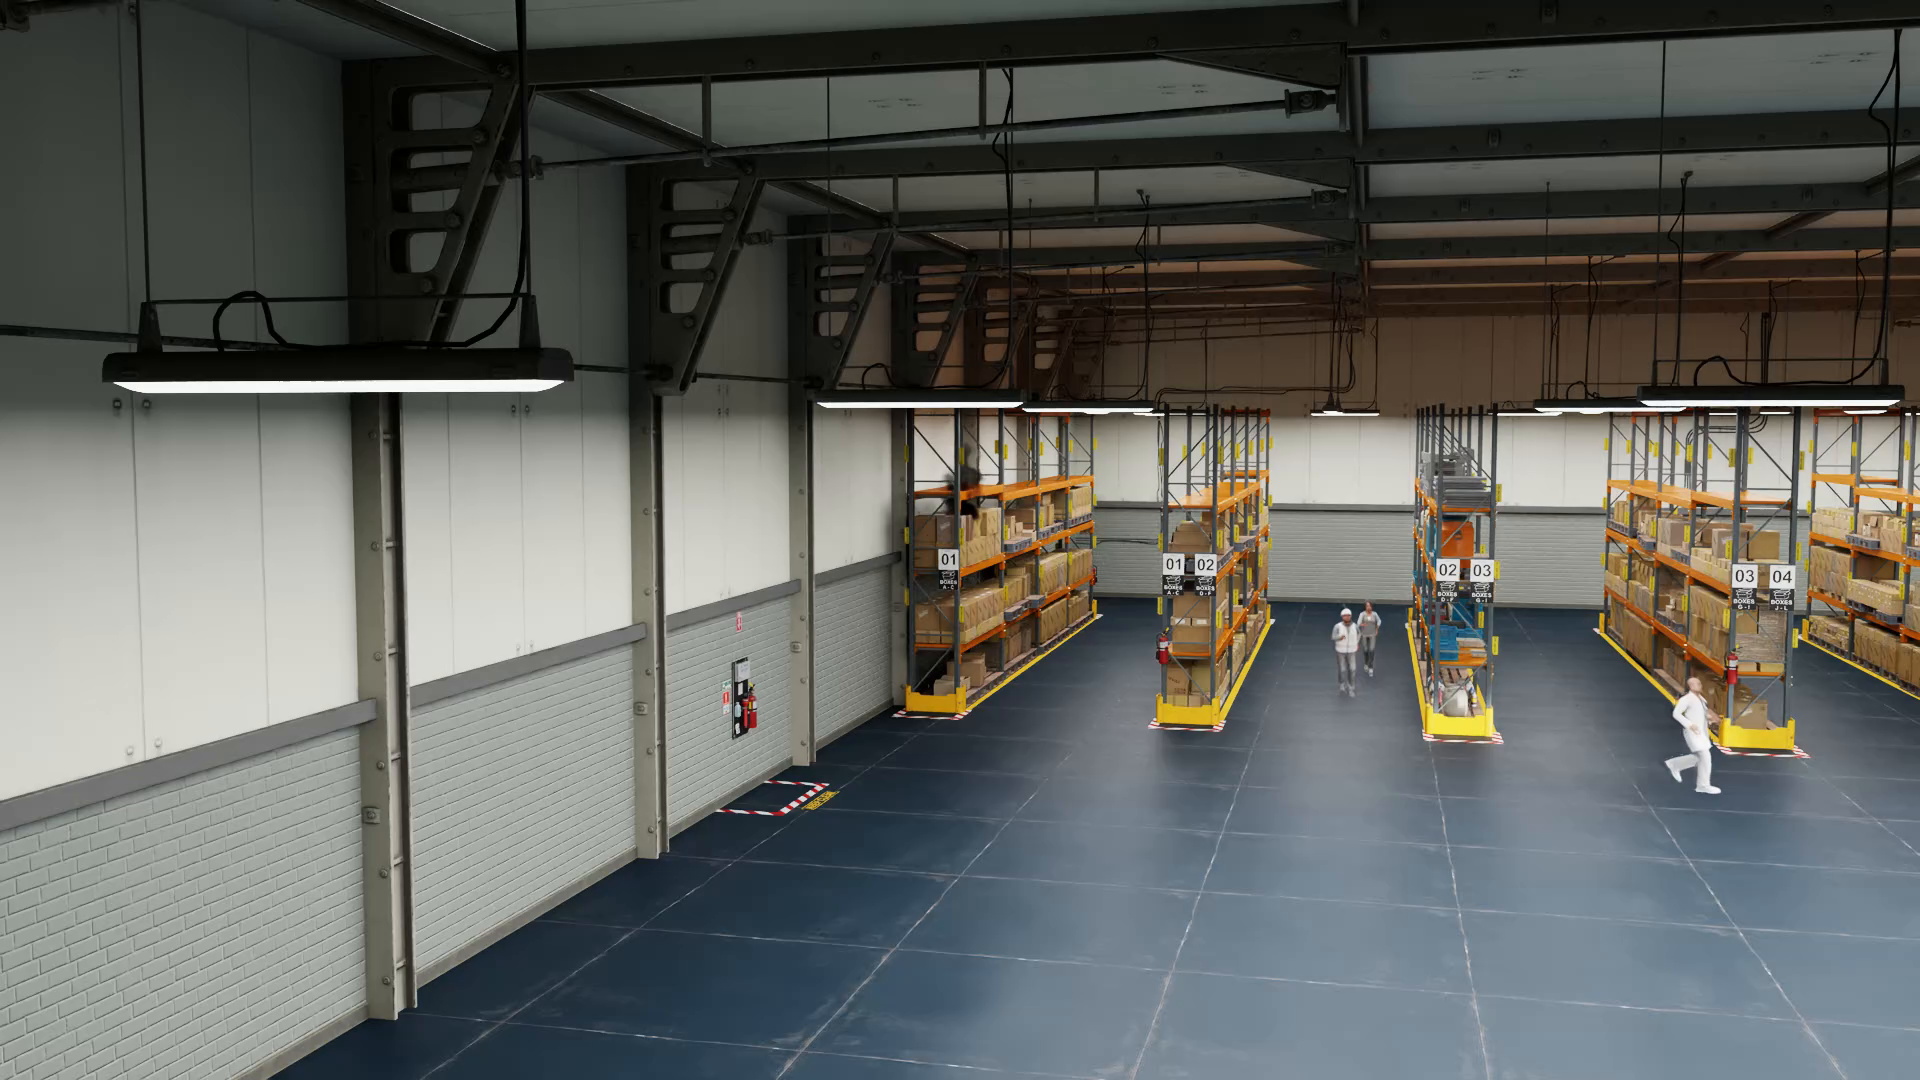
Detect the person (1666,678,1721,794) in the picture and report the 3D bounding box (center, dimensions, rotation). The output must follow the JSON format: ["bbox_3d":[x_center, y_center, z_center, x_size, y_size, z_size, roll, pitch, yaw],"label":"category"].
[{"bbox_3d":[11.283,2.987,25.585,0.720,1.745,0.896,-4,6,-43],"label":"person"}]

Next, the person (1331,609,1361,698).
[{"bbox_3d":[8.001,2.333,34.412,0.639,1.825,0.734,0,4,6],"label":"person"}]

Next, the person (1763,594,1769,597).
[{"bbox_3d":[18.904,2.033,39.043,0.628,1.790,0.855,1,4,9],"label":"person"}]

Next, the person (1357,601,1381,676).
[{"bbox_3d":[9.173,2.192,37.350,0.520,1.635,0.706,1,4,15],"label":"person"}]
